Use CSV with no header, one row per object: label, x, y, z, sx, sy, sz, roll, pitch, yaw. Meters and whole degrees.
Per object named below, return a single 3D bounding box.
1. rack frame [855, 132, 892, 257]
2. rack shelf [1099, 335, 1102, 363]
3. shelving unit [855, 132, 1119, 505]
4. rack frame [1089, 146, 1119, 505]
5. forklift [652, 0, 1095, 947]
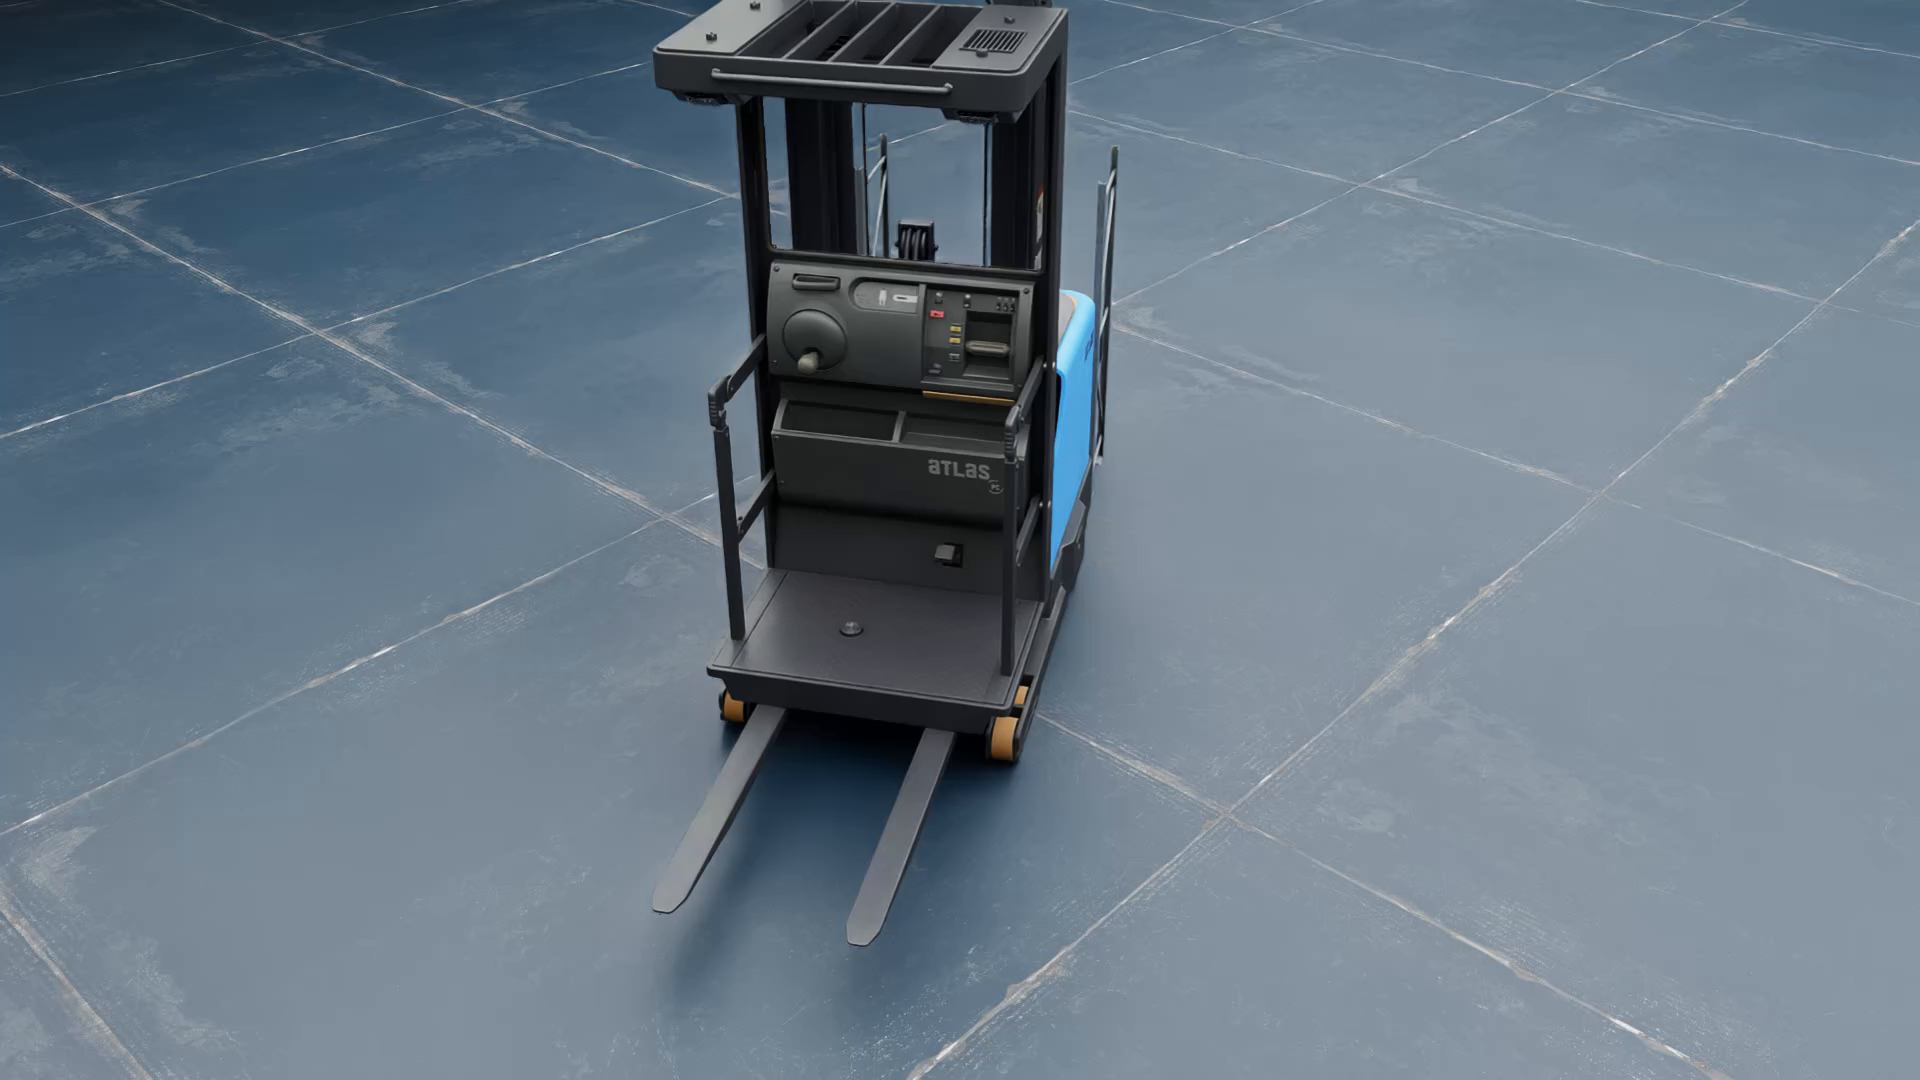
rack frame,-0.375,-1.027,7.501,0.032,1.500,0.500,6,32,9
rack shelf,0.124,-0.822,7.511,1.000,0.185,0.538,6,32,9
shelving unit,0.124,-0.977,7.418,1.048,1.500,0.538,6,32,9
rack frame,0.623,-0.926,7.335,0.032,1.500,0.500,6,32,9
forklift,-0.258,-0.679,5.536,1.130,2.935,3.031,7,32,11
